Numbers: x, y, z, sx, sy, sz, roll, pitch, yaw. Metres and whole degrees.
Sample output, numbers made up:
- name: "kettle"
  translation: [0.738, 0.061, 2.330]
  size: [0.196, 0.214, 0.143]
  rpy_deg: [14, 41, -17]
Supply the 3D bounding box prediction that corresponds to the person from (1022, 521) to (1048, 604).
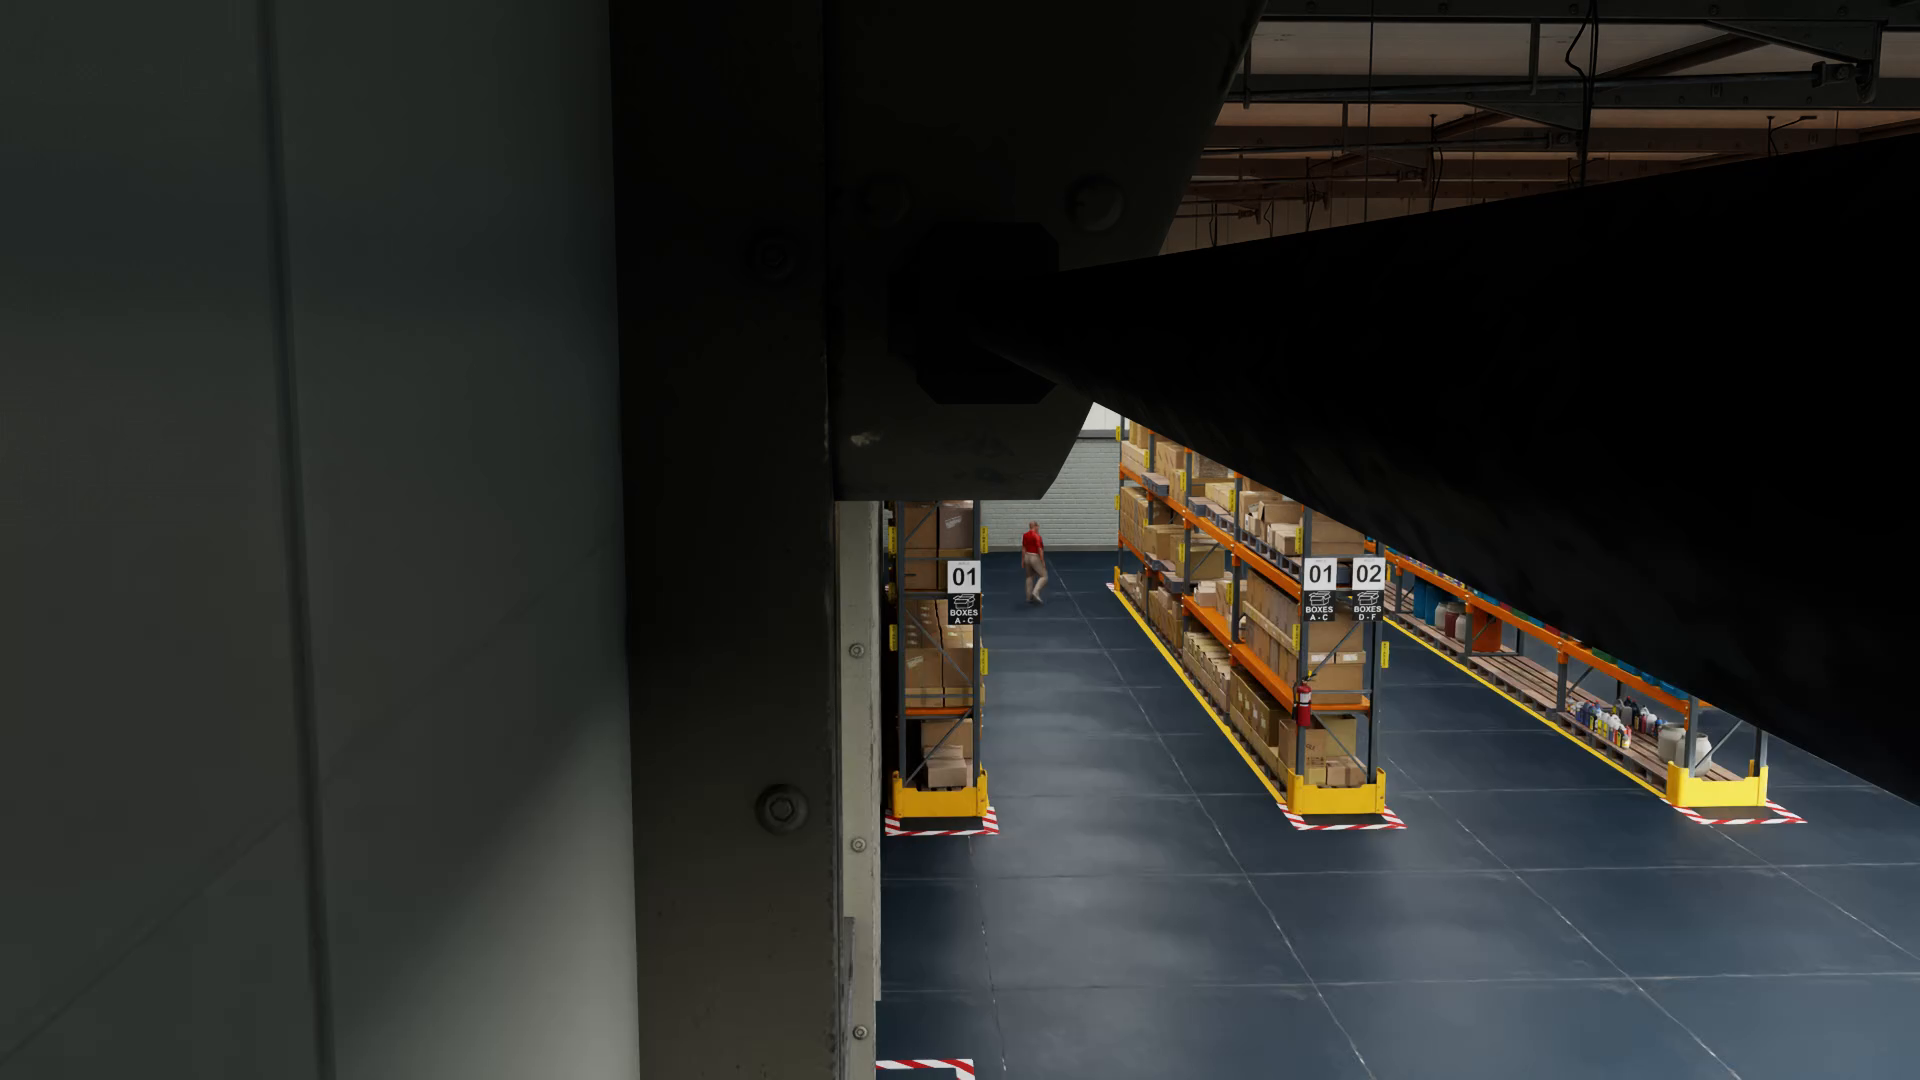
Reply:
- name: "person"
  translation: [1.552, 0.462, 34.937]
  size: [0.518, 1.722, 0.704]
  rpy_deg: [-7, 11, -41]
